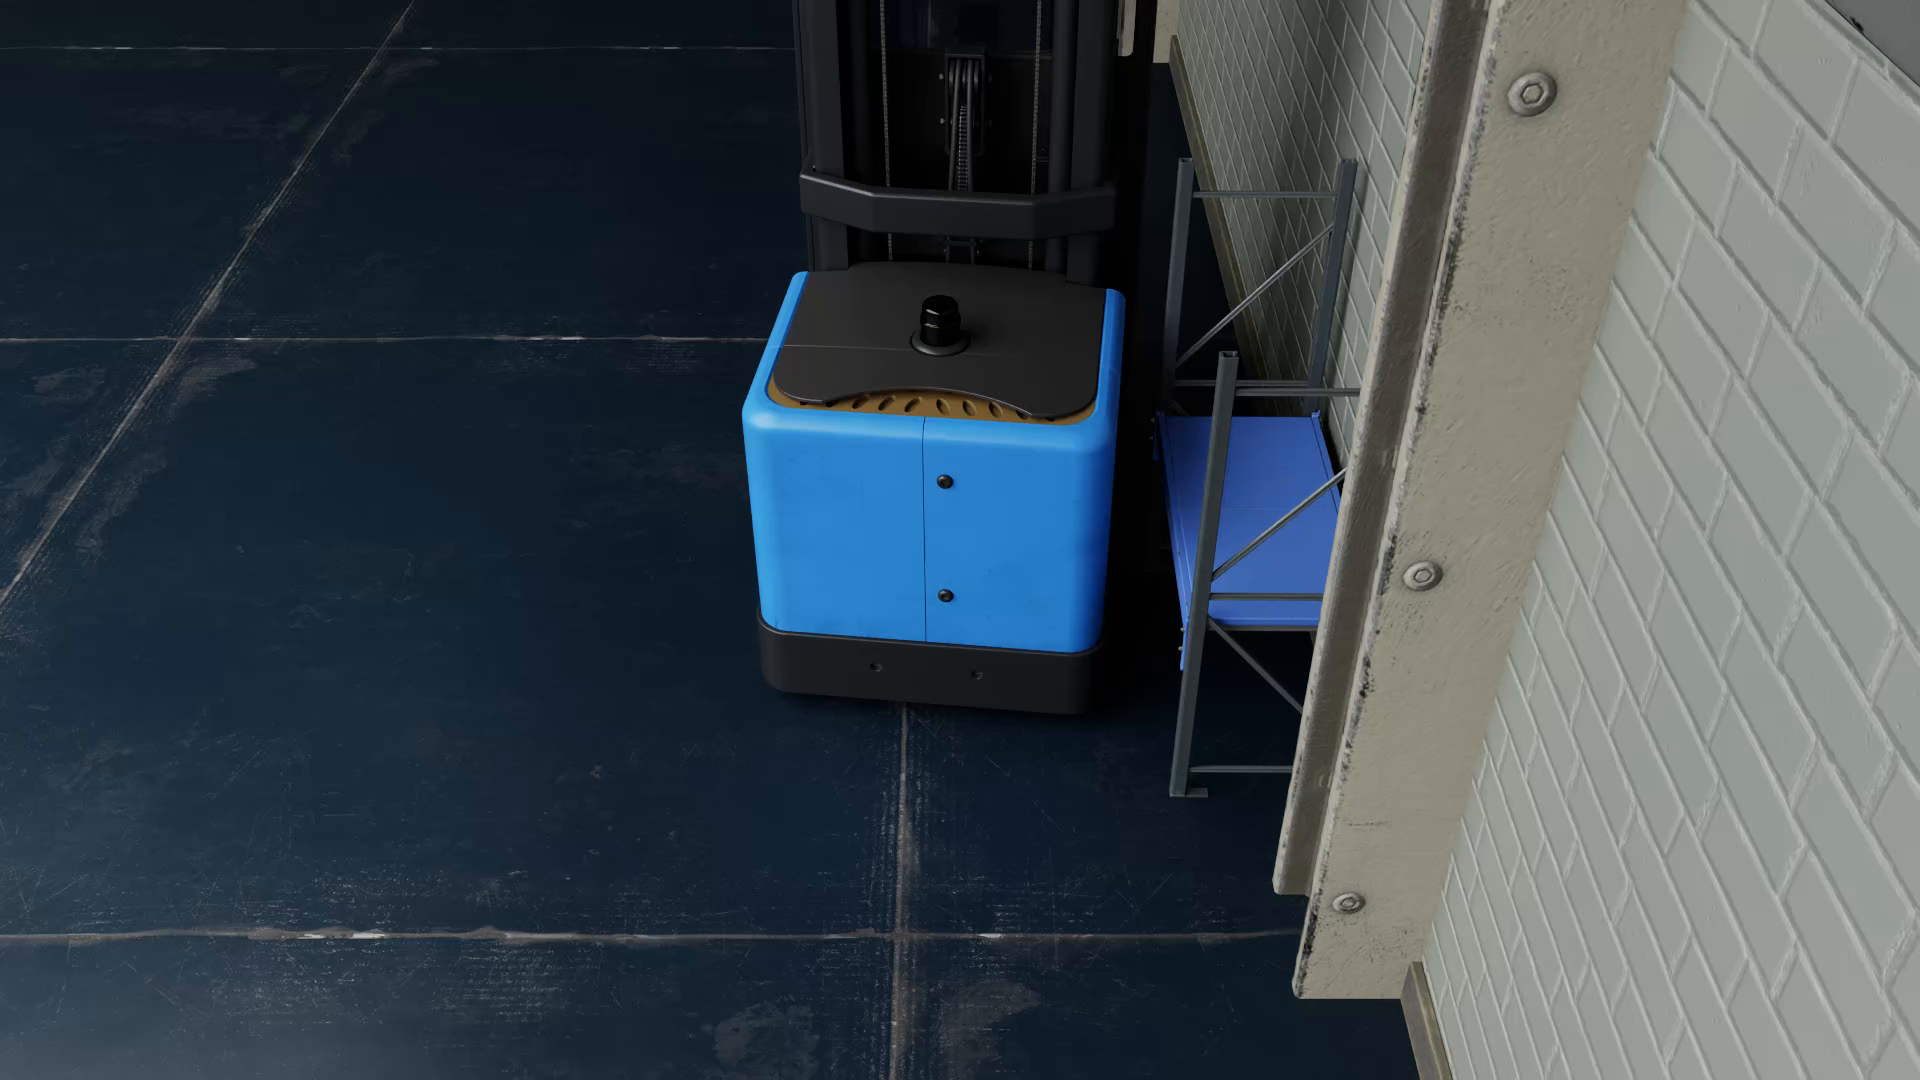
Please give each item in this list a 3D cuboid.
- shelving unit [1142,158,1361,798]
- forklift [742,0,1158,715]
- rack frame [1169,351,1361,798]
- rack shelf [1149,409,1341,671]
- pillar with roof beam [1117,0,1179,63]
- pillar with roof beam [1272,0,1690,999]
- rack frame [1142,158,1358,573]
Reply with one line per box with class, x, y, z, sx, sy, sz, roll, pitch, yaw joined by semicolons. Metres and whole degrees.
shelving unit;0.864;-0.165;4.757;0.538;1.500;1.048;0;39;0
forklift;0.071;-1.534;5.321;1.130;2.935;3.031;4;39;5
rack frame;0.859;0.152;4.360;0.500;1.500;0.032;0;39;0
rack shelf;0.864;-0.025;4.870;0.538;0.185;1.000;0;39;0
pillar with roof beam;-3.296;-6.206;6.298;9.100;9.000;0.400;0;39;0
pillar with roof beam;-3.289;-2.454;1.616;9.100;9.000;0.400;0;39;0
rack frame;0.868;-0.483;5.154;0.500;1.500;0.032;0;39;0
